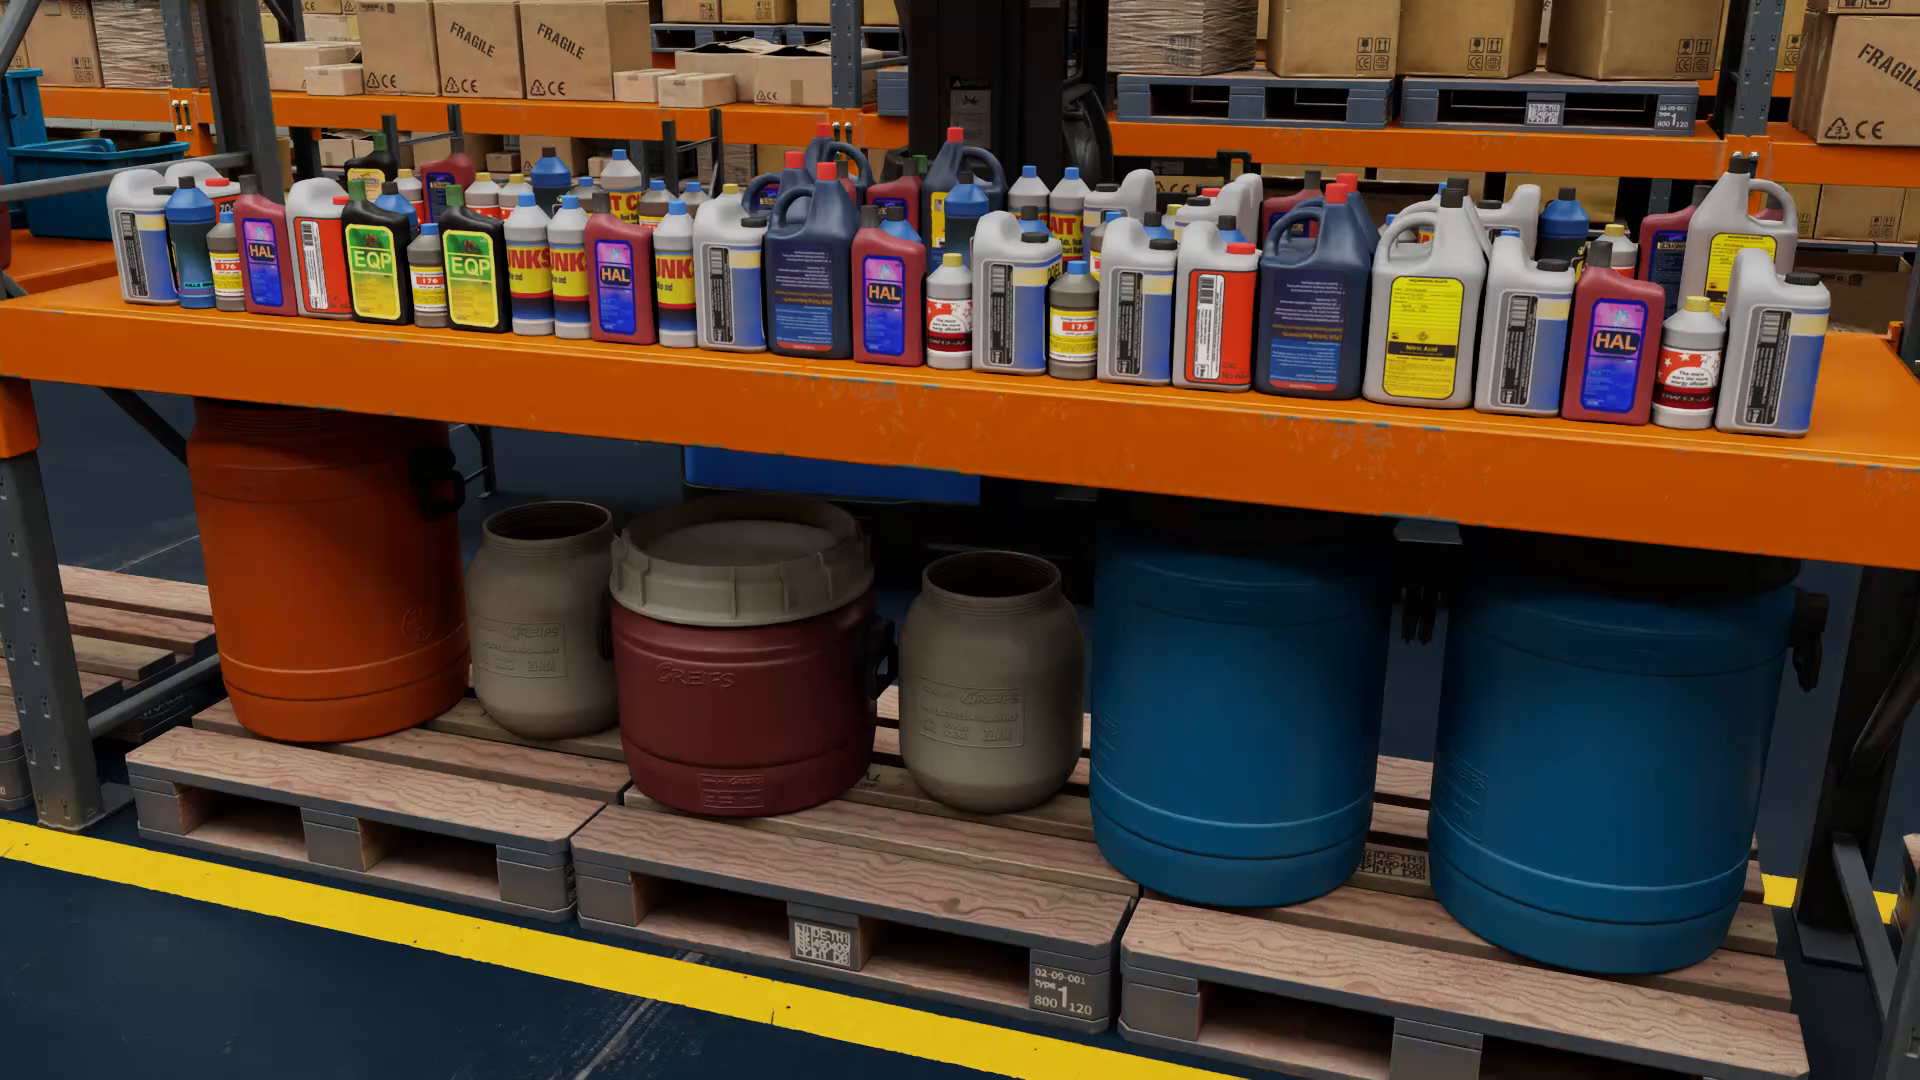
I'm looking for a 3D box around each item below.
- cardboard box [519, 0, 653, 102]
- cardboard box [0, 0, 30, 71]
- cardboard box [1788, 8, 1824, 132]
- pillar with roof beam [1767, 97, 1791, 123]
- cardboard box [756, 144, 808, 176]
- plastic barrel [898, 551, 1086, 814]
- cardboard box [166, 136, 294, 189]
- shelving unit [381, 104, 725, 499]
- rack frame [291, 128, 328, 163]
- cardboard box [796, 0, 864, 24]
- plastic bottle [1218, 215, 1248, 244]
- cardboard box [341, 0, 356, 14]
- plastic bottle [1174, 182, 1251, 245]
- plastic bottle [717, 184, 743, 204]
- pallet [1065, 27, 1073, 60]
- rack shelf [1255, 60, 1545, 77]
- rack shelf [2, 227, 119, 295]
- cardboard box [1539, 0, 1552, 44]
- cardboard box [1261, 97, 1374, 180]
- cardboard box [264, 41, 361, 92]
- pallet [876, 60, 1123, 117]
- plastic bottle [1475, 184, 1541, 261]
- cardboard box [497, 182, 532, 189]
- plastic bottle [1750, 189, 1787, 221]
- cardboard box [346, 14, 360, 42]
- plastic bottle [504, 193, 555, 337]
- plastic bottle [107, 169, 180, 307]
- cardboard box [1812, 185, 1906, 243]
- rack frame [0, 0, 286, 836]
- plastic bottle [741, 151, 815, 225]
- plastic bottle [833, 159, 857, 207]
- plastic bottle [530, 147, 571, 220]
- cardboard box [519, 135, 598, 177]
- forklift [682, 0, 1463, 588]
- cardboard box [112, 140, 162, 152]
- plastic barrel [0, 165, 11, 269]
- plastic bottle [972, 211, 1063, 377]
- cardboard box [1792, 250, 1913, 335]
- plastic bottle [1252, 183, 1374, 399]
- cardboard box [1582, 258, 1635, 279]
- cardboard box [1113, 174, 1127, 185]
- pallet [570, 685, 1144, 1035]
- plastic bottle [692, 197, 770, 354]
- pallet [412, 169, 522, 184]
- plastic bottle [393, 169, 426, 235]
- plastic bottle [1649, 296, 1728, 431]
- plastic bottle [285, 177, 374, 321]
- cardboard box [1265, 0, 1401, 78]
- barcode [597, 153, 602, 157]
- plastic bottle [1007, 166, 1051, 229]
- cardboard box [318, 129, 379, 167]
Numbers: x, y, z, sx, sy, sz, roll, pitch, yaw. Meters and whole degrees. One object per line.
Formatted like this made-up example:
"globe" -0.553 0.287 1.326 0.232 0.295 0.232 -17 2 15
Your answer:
"cardboard box" -1.989 -2.626 8.900 0.500 0.500 0.500 5 20 15
"cardboard box" -5.571 -3.038 10.083 0.500 0.500 0.700 7 20 19
"cardboard box" 3.937 -2.043 7.229 0.500 0.500 0.500 7 20 19
"pillar with roof beam" 4.535 -5.199 7.319 0.400 9.000 9.100 7 20 18
"cardboard box" -1.349 -3.288 14.081 0.500 0.500 0.700 6 20 17
"plastic barrel" 0.070 0.316 3.753 0.421 0.512 0.421 0 19 0
"cardboard box" -4.512 -2.236 10.334 0.500 0.500 0.500 7 20 18
"shelving unit" -1.416 -0.789 6.061 1.048 1.500 0.538 4 20 11
"rack frame" -6.333 -4.807 15.310 0.127 3.000 1.000 7 20 18
"cardboard box" -0.927 -4.441 13.438 0.500 0.500 0.700 10 21 26
"plastic bottle" 0.475 -0.447 2.996 0.097 0.271 0.097 0 19 0
"cardboard box" -5.031 -4.841 14.464 0.500 0.500 0.500 6 20 16
"plastic bottle" 0.514 -0.593 3.409 0.135 0.276 0.152 7 20 18
"plastic bottle" -0.540 -0.741 3.947 0.097 0.201 0.097 0 19 0
"pallet" 0.516 -3.896 12.988 1.003 0.211 1.213 7 20 18
"rack shelf" 3.113 -3.387 12.330 4.000 0.370 1.077 7 20 18
"rack shelf" -3.916 -0.739 4.732 4.000 0.370 1.077 7 20 18
"cardboard box" 3.998 -3.732 11.590 0.500 0.500 0.500 7 20 19
"cardboard box" 2.701 -2.909 12.494 0.750 0.750 0.750 6 20 18
"cardboard box" -3.697 -2.724 9.562 0.500 0.250 0.500 8 21 21
"pallet" 0.265 -2.260 8.295 1.003 0.211 1.213 7 20 18
"plastic bottle" 1.093 -0.580 3.372 0.135 0.276 0.152 7 20 18
"cardboard box" -2.736 -1.936 9.760 0.500 0.311 0.500 6 20 18
"plastic bottle" 1.545 -0.548 3.268 0.133 0.283 0.061 7 20 18
"cardboard box" -5.002 -4.486 14.586 0.500 0.250 0.500 6 20 17
"plastic bottle" -0.843 -0.544 3.276 0.097 0.271 0.097 0 19 0
"plastic bottle" -1.725 -0.657 3.592 0.135 0.276 0.152 7 20 18
"cardboard box" 6.149 -2.361 11.452 0.500 0.500 0.700 6 20 18
"rack frame" -2.027 -0.863 3.994 0.127 3.000 1.000 7 20 18
"plastic bottle" -0.342 -0.586 3.274 0.185 0.351 0.144 7 20 18
"plastic bottle" -0.298 -0.708 3.728 0.133 0.283 0.061 7 20 18
"plastic bottle" -1.000 -0.827 4.087 0.097 0.271 0.097 0 19 0
"cardboard box" -3.548 -3.502 14.695 0.500 0.500 0.500 5 20 14
"forklift" 0.612 -1.342 5.472 3.031 2.935 1.130 4 20 11
"cardboard box" -5.155 -2.128 10.025 0.500 0.500 0.500 7 20 18
"plastic barrel" -2.565 -0.883 3.845 0.708 0.536 0.600 7 20 18
"plastic bottle" 0.105 -0.448 2.992 0.135 0.276 0.152 7 20 18
"cardboard box" 4.012 -1.024 7.587 0.500 0.500 0.500 7 20 18
"plastic bottle" 0.601 -0.425 2.813 0.185 0.351 0.144 7 20 18
"cardboard box" 2.820 -0.962 7.408 0.500 0.500 0.500 6 20 18
"cardboard box" 0.617 -1.751 8.533 0.500 0.250 0.500 7 21 20
"pallet" -0.120 0.659 3.866 1.213 0.211 1.003 7 20 18
"plastic bottle" -0.415 -0.507 3.162 0.135 0.276 0.152 7 20 18
"pallet" -4.357 -3.251 15.082 1.213 0.211 1.003 7 20 18
"plastic bottle" -1.402 -0.840 4.230 0.097 0.201 0.097 0 19 0
"plastic bottle" 1.154 -0.283 2.633 0.097 0.201 0.097 0 19 0
"plastic bottle" -1.288 -0.607 3.449 0.135 0.276 0.152 7 20 18
"cardboard box" 1.691 -2.388 7.579 0.500 0.500 0.700 1 19 4
"barcode" -3.259 -3.455 14.987 0.075 0.075 0.001 7 20 18
"plastic bottle" 0.153 -0.695 3.708 0.097 0.271 0.097 0 19 0
"cardboard box" -5.709 -3.643 15.385 0.500 0.311 0.500 4 20 12
